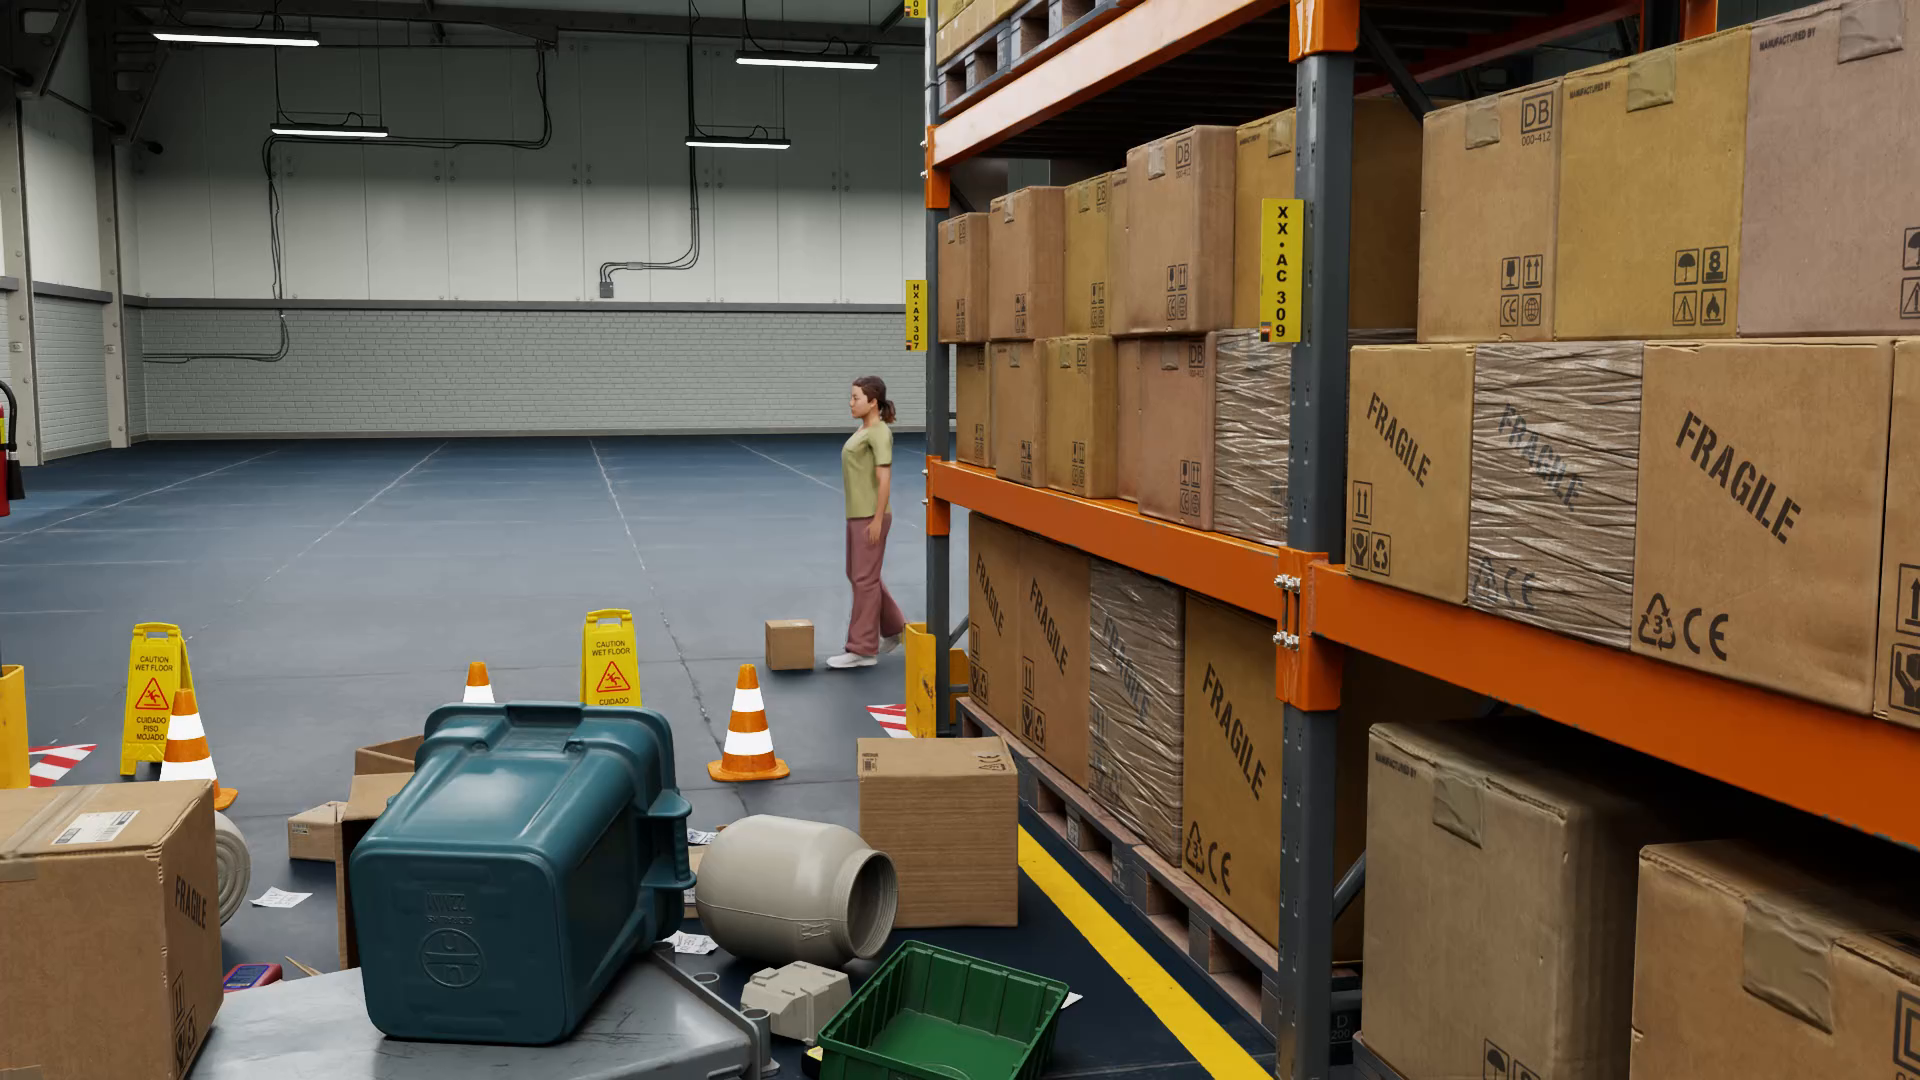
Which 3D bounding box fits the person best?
[{"bbox_3d":[-0.532,-0.102,9.722,0.584,1.678,0.585,-2,6,-14],"label":"person"}]
